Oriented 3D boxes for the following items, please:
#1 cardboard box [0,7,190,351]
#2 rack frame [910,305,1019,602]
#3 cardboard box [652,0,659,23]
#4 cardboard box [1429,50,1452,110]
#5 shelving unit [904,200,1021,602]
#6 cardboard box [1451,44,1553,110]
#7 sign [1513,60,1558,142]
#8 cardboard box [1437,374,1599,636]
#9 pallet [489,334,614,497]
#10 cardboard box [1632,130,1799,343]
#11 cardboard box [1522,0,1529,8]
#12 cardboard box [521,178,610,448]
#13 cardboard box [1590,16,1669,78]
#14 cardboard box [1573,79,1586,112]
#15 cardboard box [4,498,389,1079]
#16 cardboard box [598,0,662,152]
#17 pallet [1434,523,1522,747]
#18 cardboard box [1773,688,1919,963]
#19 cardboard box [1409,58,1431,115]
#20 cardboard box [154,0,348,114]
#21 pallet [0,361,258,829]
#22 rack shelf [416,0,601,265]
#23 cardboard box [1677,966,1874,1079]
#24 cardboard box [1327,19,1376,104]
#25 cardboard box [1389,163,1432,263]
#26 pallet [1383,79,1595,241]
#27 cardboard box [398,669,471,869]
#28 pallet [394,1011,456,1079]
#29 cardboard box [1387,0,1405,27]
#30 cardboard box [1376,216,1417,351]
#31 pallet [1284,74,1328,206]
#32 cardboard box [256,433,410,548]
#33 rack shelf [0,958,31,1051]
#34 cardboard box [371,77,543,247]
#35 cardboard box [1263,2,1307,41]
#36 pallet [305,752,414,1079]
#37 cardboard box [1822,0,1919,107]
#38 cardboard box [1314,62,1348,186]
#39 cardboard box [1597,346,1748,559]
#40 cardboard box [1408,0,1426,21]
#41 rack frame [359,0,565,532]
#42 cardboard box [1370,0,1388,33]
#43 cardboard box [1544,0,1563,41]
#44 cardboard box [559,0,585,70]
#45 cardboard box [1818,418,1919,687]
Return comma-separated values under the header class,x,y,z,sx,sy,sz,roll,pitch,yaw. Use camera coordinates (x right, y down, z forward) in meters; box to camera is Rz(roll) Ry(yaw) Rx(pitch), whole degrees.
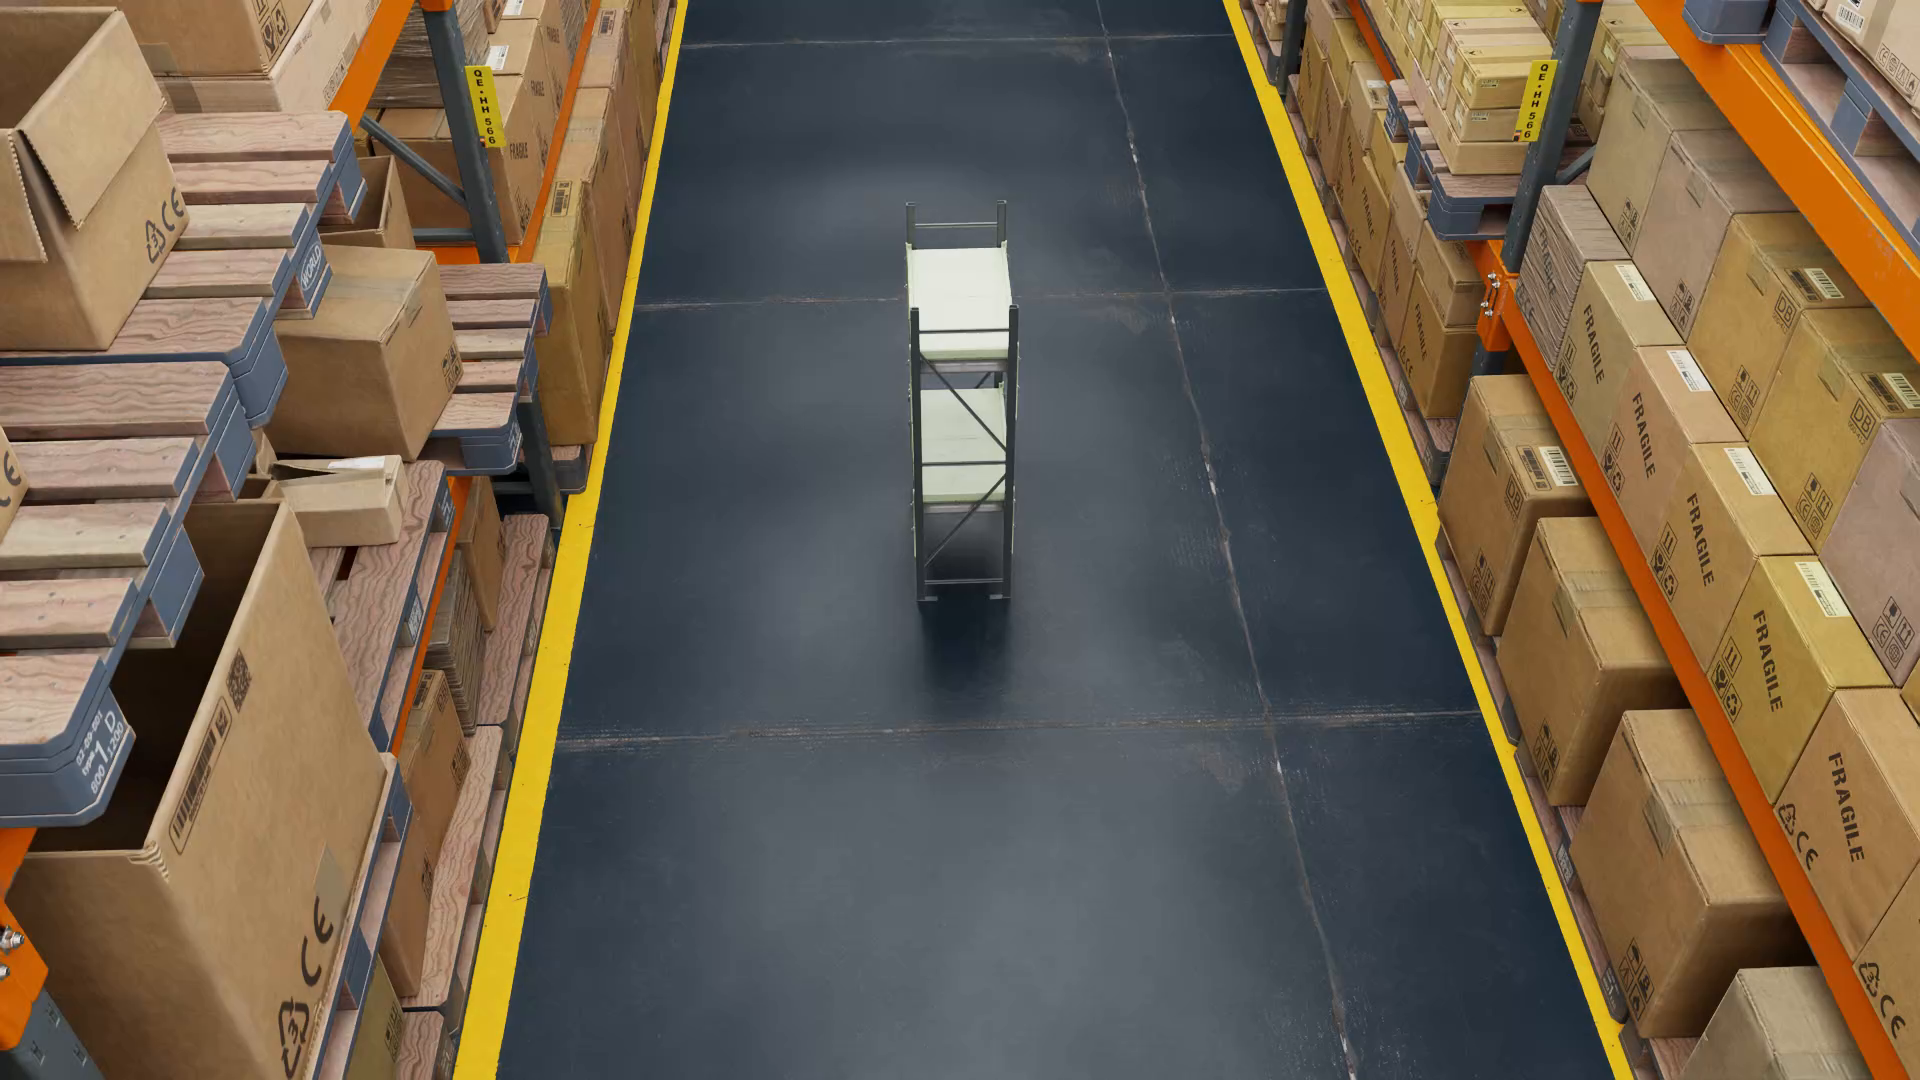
class,x,y,z,sx,sy,sz,roll,pitch,yaw
cardboard box,-2.080,-0.727,3.366,0.797,0.503,0.637,0,43,0
rack frame,0.016,-0.301,6.618,0.400,1.500,0.023,-2,43,-2
cardboard box,-2.406,-3.692,10.469,0.875,0.875,0.875,-2,43,-2
cardboard box,2.183,-1.919,6.928,0.380,0.149,0.250,0,43,0
shelving unit,0.000,-0.548,6.888,0.431,1.500,0.755,-2,43,-2
cardboard box,2.193,-1.846,6.628,0.380,0.149,0.250,-3,43,-3
sign,2.130,-1.622,6.151,0.100,0.325,0.005,-2,43,-2
cardboard box,2.608,-0.158,6.707,1.050,0.750,0.750,-2,43,-2
pallet,-2.246,-0.679,7.984,1.003,0.211,1.213,-2,43,-2
cardboard box,2.704,-1.007,5.465,0.700,0.500,0.500,-2,43,-2
cardboard box,2.796,-2.512,7.795,0.380,0.149,0.250,-1,43,-1
cardboard box,-2.297,-1.010,7.544,1.225,0.875,0.875,-3,43,-4
cardboard box,2.832,-2.027,6.826,0.380,0.149,0.250,-3,43,-3
cardboard box,2.831,-1.980,7.215,0.380,0.149,0.250,0,43,0
cardboard box,-2.012,0.612,3.758,1.000,1.000,1.000,-1,43,-2
cardboard box,-2.411,-2.813,9.510,1.225,0.875,0.875,-2,43,-2
pallet,2.630,0.316,6.899,1.003,0.211,1.213,-2,43,-2
cardboard box,2.531,0.731,4.308,0.500,0.500,0.500,-2,43,-2
cardboard box,2.171,-1.970,7.204,0.380,0.149,0.250,-1,43,-1
cardboard box,-1.970,-1.235,4.419,0.500,0.250,0.500,-1,43,-1
pallet,-2.038,0.072,3.021,1.213,0.211,1.003,-2,43,-2
rack shelf,-2.373,-2.257,8.175,1.077,0.370,4.000,-2,43,-2
cardboard box,2.725,1.712,4.666,1.050,0.750,0.750,-2,43,-2
cardboard box,2.294,-2.591,8.990,0.500,0.250,0.500,-1,43,-1
cardboard box,2.348,-1.551,7.856,0.500,0.250,0.500,-1,43,-1
pallet,2.535,-1.654,7.126,1.213,0.211,1.003,-2,43,-2
cardboard box,-2.172,0.795,5.836,0.700,0.500,0.500,2,43,2
pallet,-2.153,2.030,5.028,1.003,0.211,1.213,-2,43,-2
cardboard box,2.151,-2.434,7.490,0.380,0.149,0.250,-2,43,-2
cardboard box,2.364,-1.267,8.101,0.500,0.500,0.500,0,43,0
pallet,2.536,-2.393,9.855,1.003,0.211,1.213,-2,43,-2
cardboard box,-1.948,-0.160,5.143,0.396,0.266,0.258,-3,43,-3
rack shelf,-2.033,2.038,1.269,1.077,0.370,4.000,-2,43,-2
cardboard box,-2.037,-1.545,6.791,0.500,0.500,0.500,0,43,-1
cardboard box,2.145,-3.306,10.585,0.380,0.149,0.250,-1,43,-1
pallet,-2.005,1.079,4.145,1.003,0.211,1.213,-2,43,-2
cardboard box,2.526,-1.331,4.093,0.500,0.311,0.500,-2,43,-3
cardboard box,2.292,-2.317,9.246,0.500,0.500,0.500,0,43,0
cardboard box,2.466,-0.289,5.421,0.500,0.500,0.500,-2,43,-2
cardboard box,2.158,-2.372,7.203,0.380,0.149,0.250,0,43,-1
rack frame,-2.288,-1.172,6.459,1.000,3.000,0.127,-2,43,-2
cardboard box,2.142,-2.495,7.776,0.380,0.149,0.250,0,43,0
cardboard box,2.812,-2.284,7.326,0.380,0.149,0.250,-1,43,-2
cardboard box,-2.106,-2.577,7.917,0.500,0.500,0.500,-1,43,-2
cardboard box,2.770,0.025,4.338,0.700,0.500,0.500,-1,43,-1
